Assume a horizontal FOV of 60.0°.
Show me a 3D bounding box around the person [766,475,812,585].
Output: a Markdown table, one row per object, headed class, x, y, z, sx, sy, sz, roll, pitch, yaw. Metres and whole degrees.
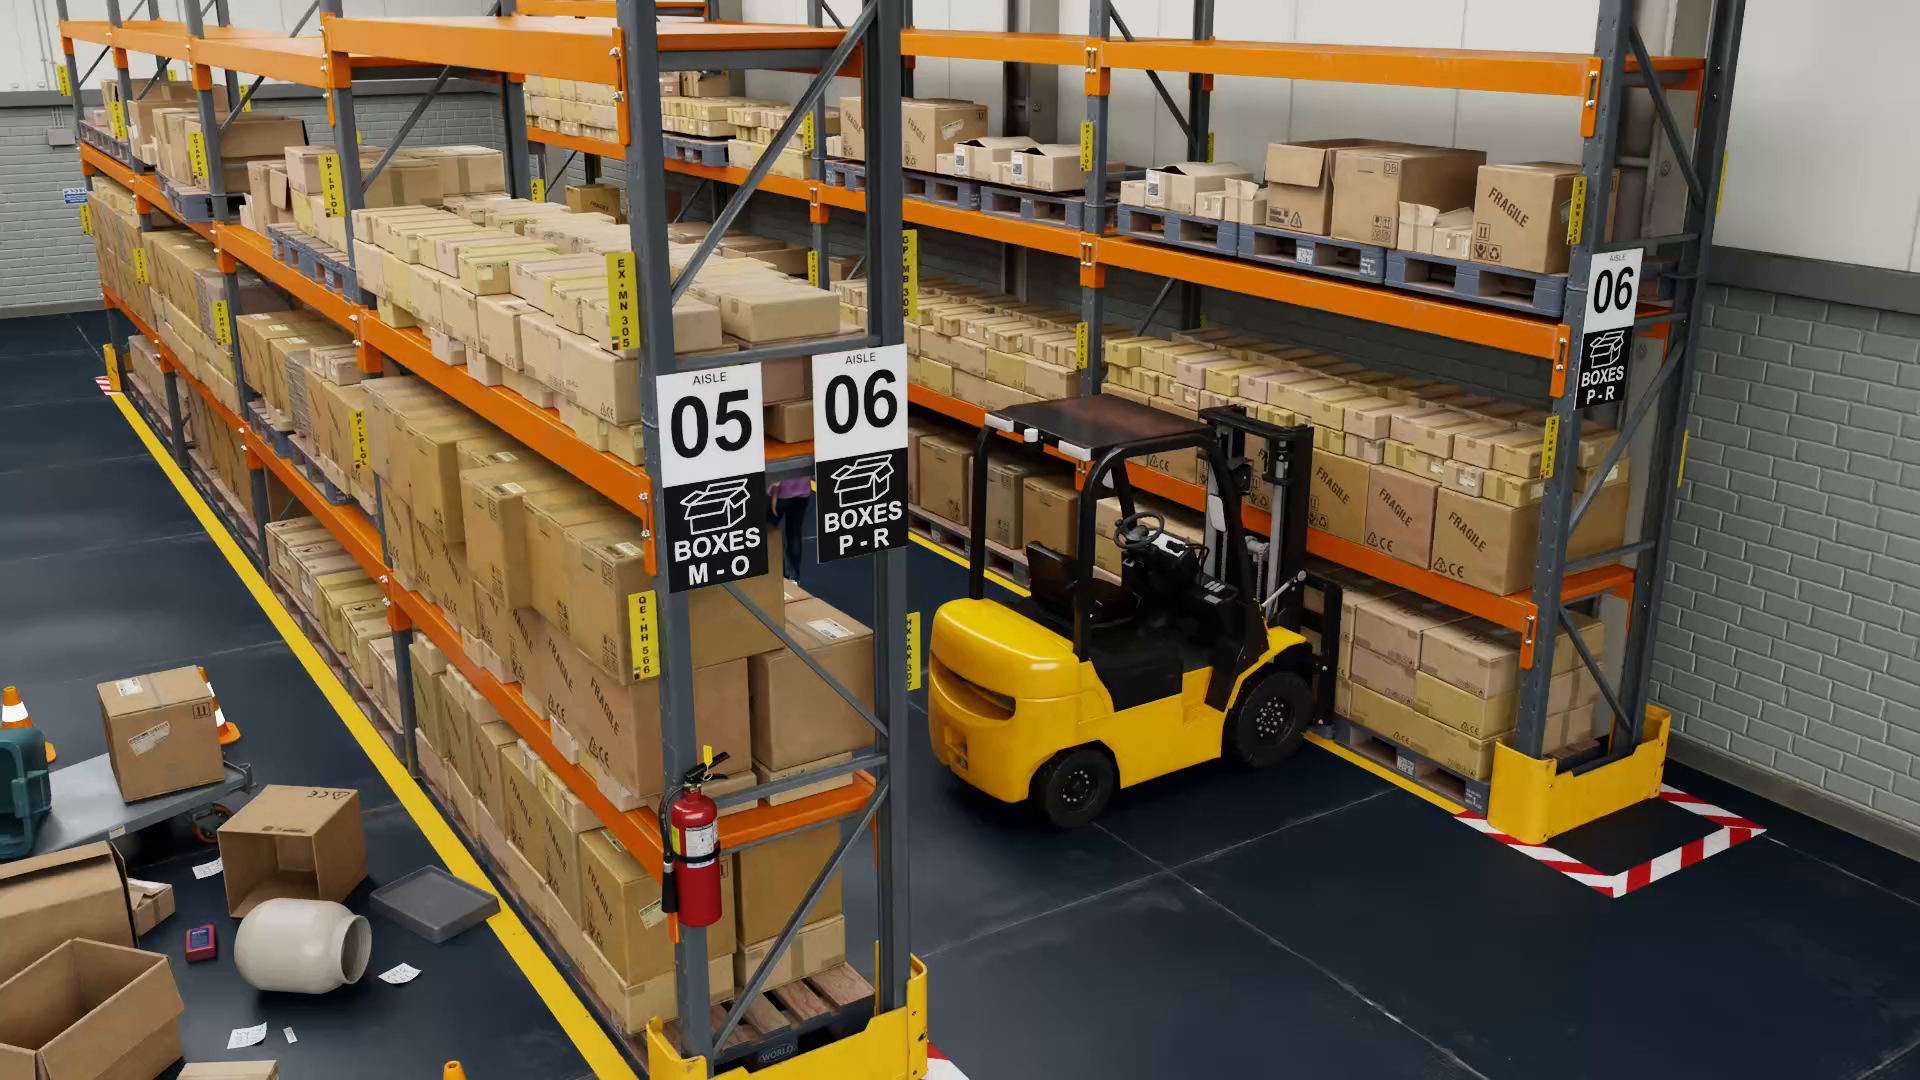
| class | x | y | z | sx | sy | sz | roll | pitch | yaw |
| --- | --- | --- | --- | --- | --- | --- | --- | --- | --- |
| person | -1.313 | -0.348 | 12.573 | 0.432 | 1.588 | 0.425 | -17 | 25 | -41 |
